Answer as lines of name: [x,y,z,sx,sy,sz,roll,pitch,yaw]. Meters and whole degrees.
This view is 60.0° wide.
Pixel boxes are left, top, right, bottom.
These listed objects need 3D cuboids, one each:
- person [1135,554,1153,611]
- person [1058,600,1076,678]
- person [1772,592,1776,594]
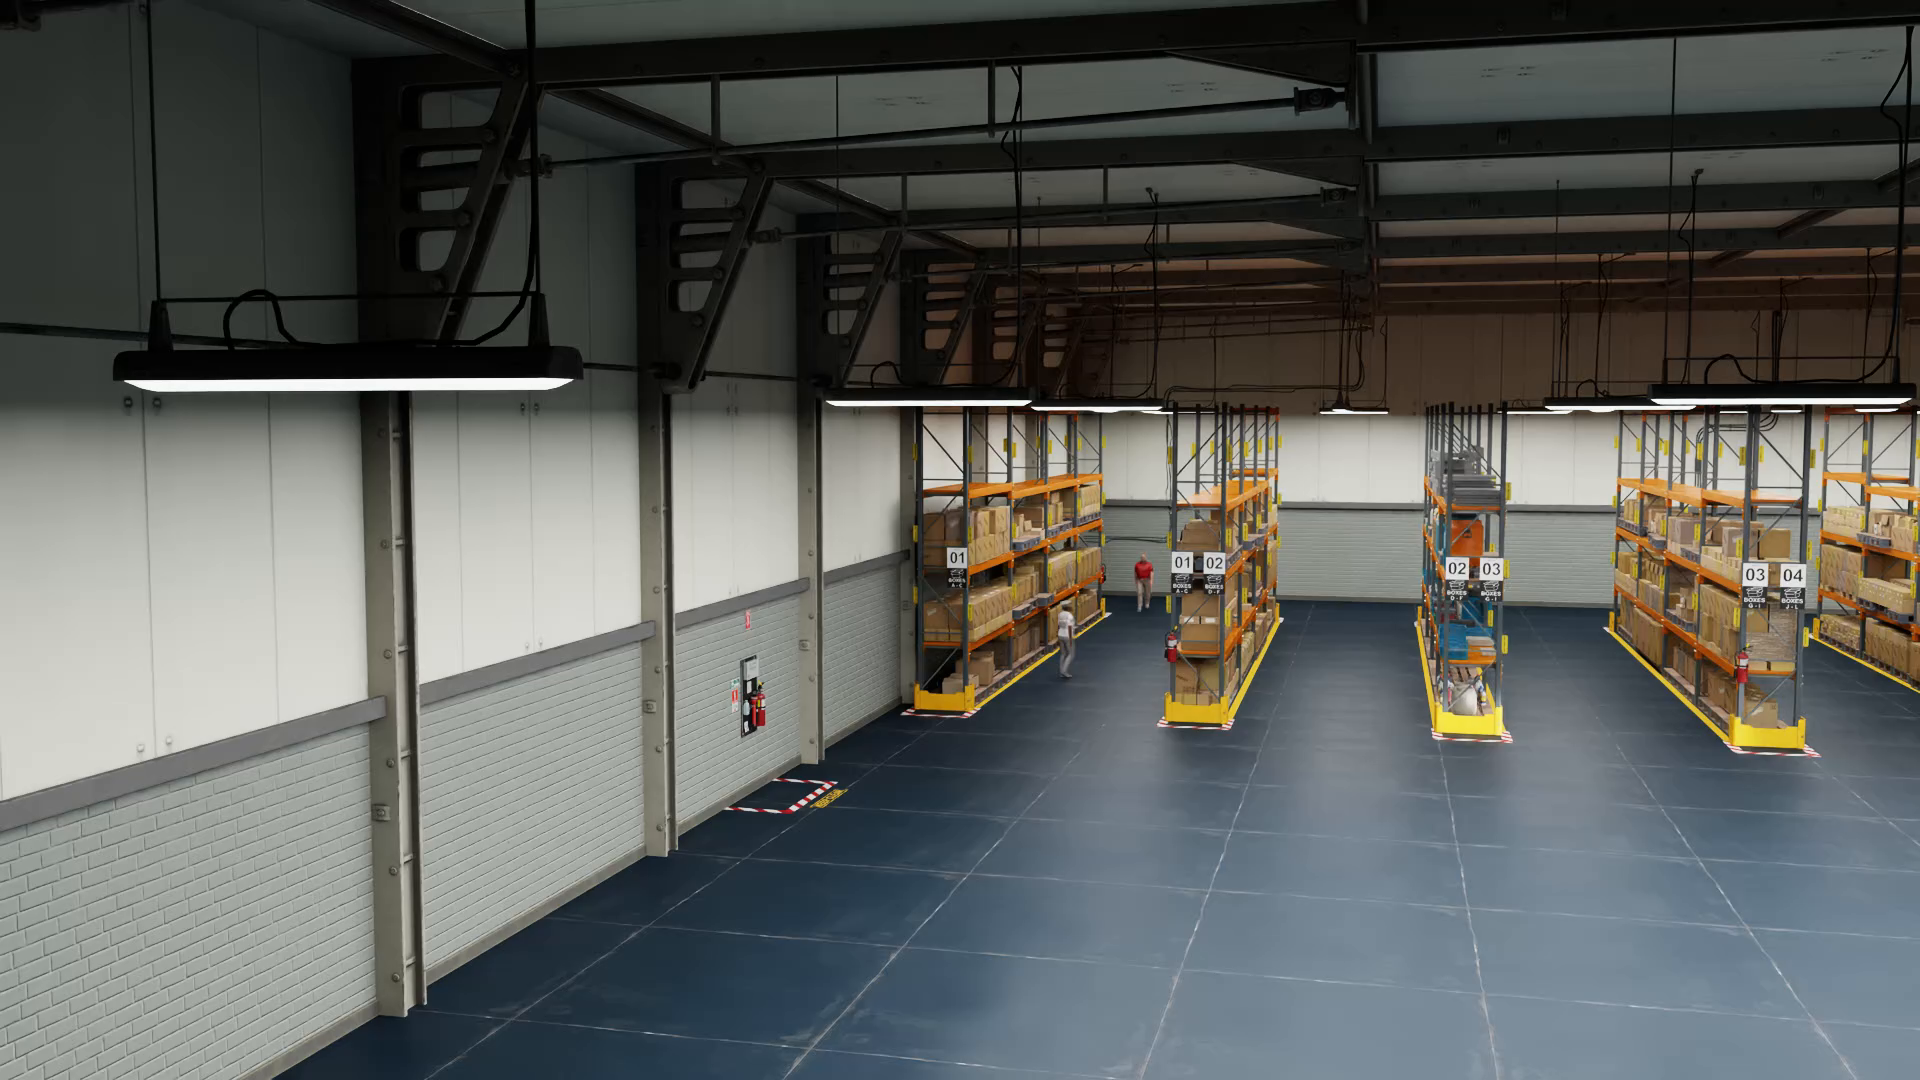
person: [5.434,1.239,49.168,0.570,1.663,1.067,1,4,11]
person: [2.331,2.198,36.688,0.426,1.716,0.492,-3,5,-38]
person: [21.405,1.622,44.242,0.561,1.605,1.034,1,4,17]
